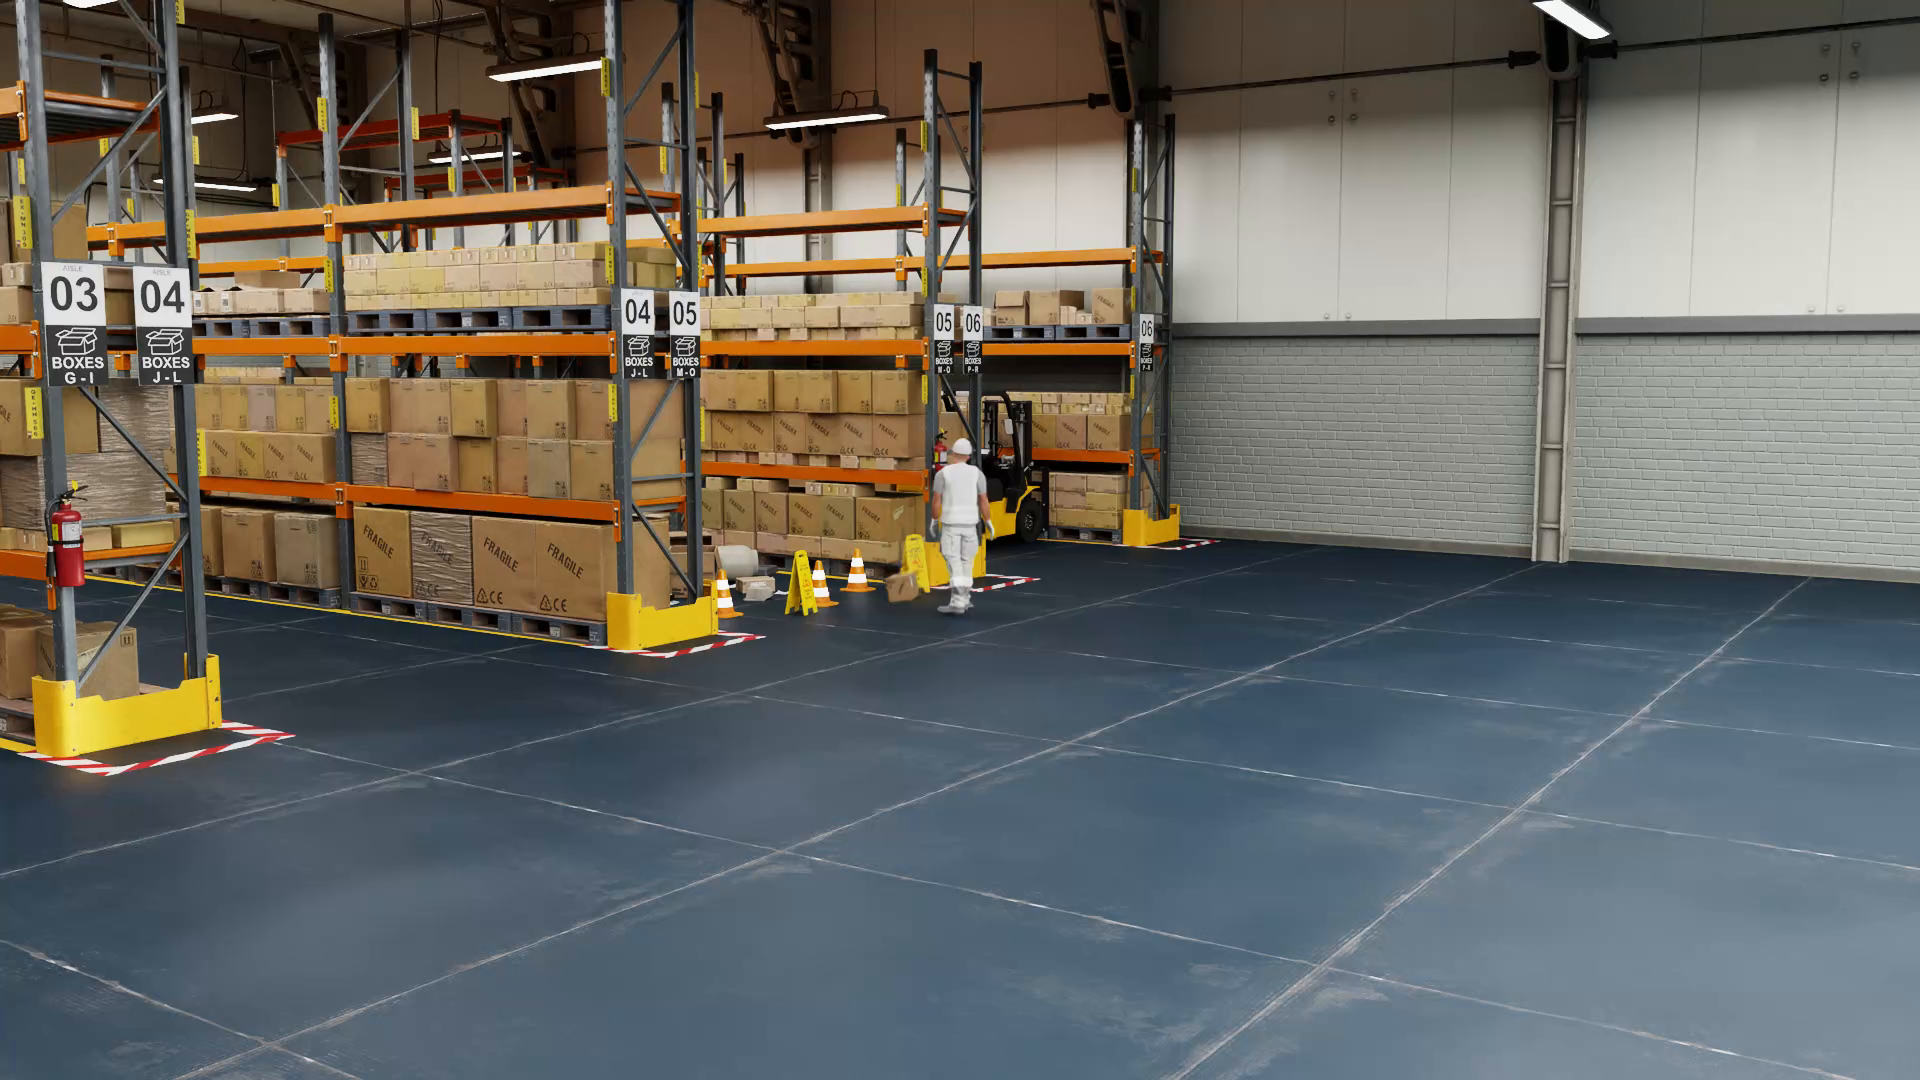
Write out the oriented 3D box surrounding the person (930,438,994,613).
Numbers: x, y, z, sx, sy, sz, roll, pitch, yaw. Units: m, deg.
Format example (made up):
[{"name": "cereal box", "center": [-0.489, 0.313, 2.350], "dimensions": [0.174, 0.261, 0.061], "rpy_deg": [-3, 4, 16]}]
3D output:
[{"name": "person", "center": [0.032, -0.148, 16.987], "dimensions": [0.647, 1.784, 0.643], "rpy_deg": [-1, 6, -12]}]
